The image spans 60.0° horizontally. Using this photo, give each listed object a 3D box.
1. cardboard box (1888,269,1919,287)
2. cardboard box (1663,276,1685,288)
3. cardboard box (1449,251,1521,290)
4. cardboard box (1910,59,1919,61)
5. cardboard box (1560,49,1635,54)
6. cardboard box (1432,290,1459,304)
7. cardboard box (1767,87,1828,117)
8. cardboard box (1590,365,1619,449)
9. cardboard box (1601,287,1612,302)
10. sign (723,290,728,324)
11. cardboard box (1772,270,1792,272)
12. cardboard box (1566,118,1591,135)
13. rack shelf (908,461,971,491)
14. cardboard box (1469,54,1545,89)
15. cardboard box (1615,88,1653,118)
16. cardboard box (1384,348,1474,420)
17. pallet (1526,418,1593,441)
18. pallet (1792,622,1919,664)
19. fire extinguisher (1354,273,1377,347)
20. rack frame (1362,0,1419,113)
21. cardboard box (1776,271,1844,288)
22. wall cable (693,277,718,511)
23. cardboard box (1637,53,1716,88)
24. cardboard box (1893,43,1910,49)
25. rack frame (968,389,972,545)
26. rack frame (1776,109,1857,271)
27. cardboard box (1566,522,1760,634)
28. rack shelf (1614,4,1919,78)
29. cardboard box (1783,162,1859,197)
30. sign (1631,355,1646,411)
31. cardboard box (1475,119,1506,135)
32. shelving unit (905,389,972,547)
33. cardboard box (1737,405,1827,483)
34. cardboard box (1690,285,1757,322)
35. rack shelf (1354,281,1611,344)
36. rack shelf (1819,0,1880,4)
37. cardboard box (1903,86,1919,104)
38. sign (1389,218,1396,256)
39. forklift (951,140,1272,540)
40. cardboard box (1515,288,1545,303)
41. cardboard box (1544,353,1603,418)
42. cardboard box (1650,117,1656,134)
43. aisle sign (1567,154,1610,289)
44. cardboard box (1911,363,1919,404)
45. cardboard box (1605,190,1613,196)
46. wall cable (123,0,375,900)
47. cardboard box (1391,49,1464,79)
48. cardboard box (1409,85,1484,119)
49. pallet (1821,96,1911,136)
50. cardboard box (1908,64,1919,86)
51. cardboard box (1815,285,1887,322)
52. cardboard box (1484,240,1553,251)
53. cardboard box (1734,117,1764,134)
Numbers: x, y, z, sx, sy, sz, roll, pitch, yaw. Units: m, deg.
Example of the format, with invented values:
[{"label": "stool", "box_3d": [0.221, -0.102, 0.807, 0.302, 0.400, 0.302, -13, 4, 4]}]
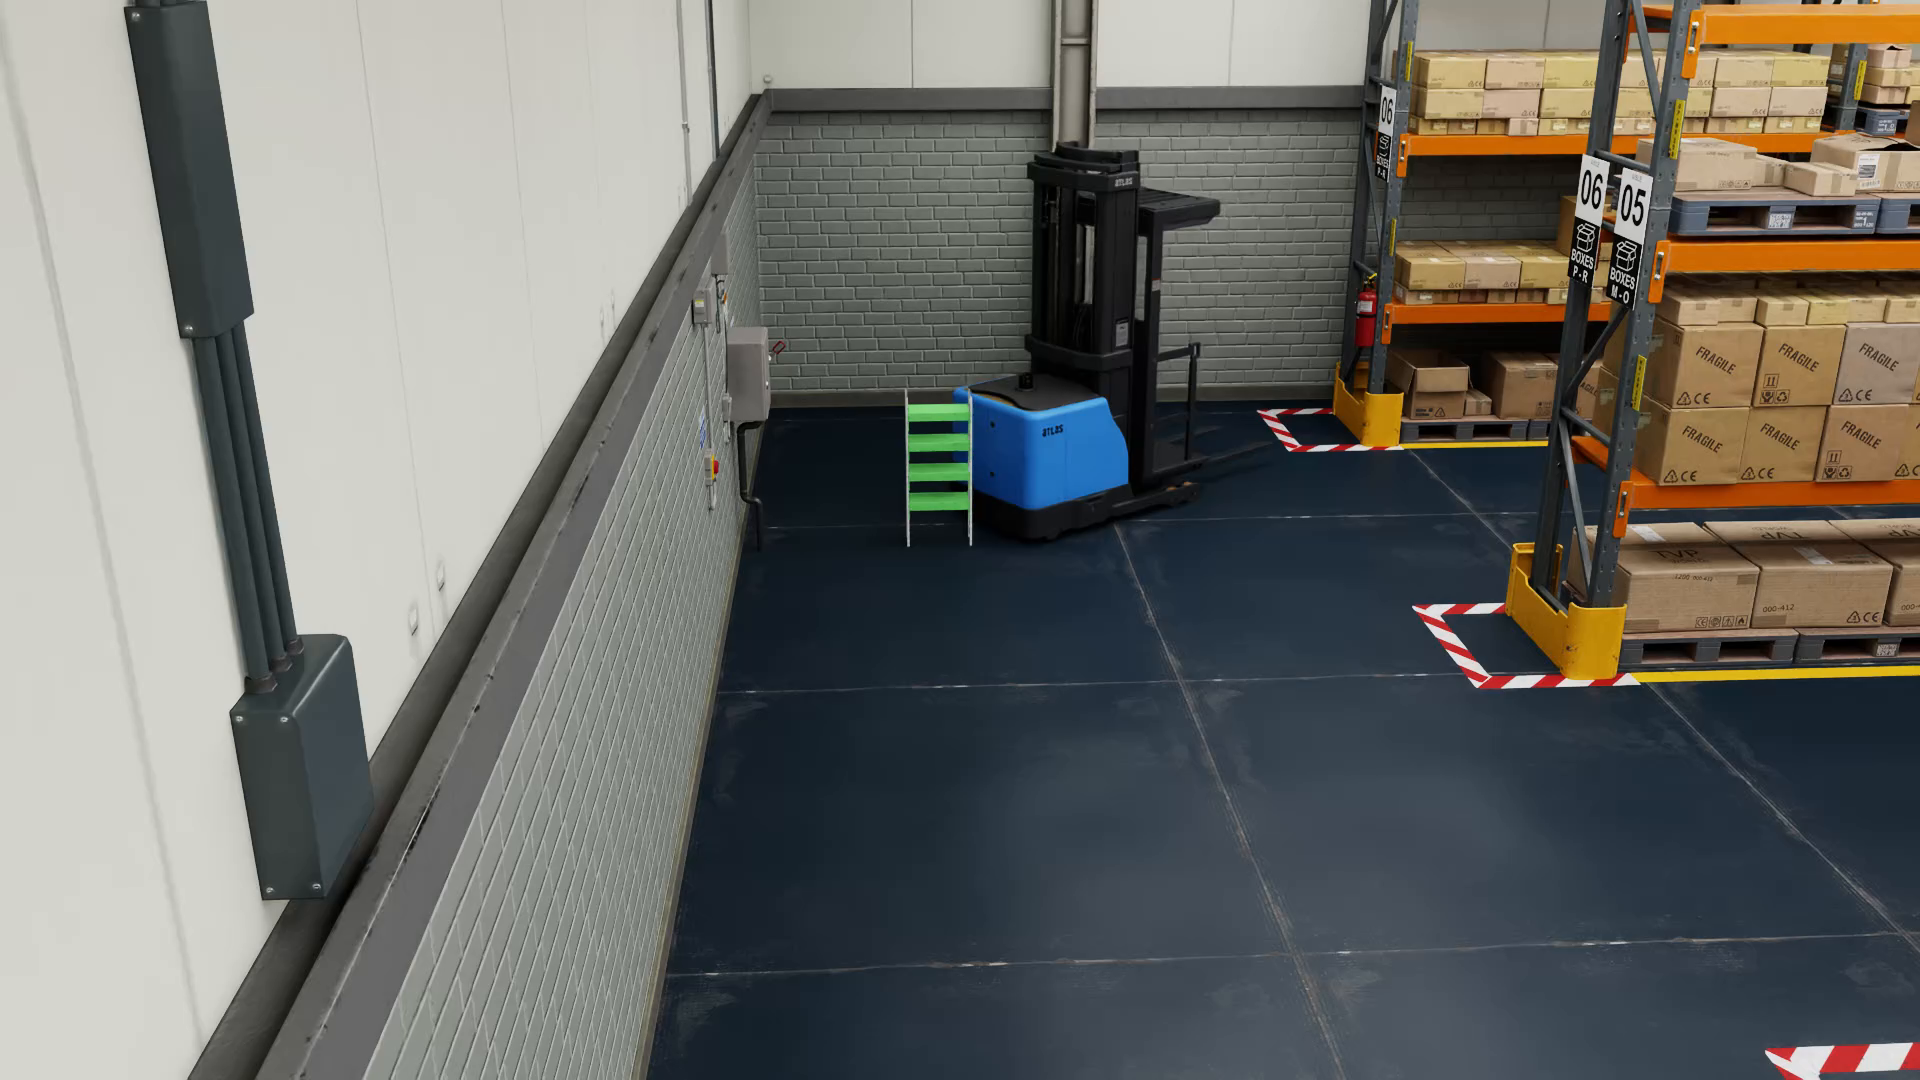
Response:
[{"label": "cardboard box", "box_3d": [6.227, -1.666, 10.825, 0.250, 0.149, 0.380, -1, 21, -3]}, {"label": "cardboard box", "box_3d": [4.432, -1.602, 10.656, 0.250, 0.149, 0.380, -1, 21, -2]}, {"label": "cardboard box", "box_3d": [4.770, -2.462, 15.165, 0.500, 0.250, 0.500, -1, 21, -2]}, {"label": "cardboard box", "box_3d": [8.850, -4.288, 15.157, 0.250, 0.149, 0.380, -1, 21, -2]}, {"label": "cardboard box", "box_3d": [5.760, -4.307, 15.093, 0.500, 0.250, 0.500, -1, 21, -3]}, {"label": "cardboard box", "box_3d": [4.393, -2.283, 15.255, 0.250, 0.149, 0.380, -1, 21, -2]}, {"label": "cardboard box", "box_3d": [7.324, -3.923, 14.786, 0.500, 0.250, 0.500, -1, 21, -3]}, {"label": "cardboard box", "box_3d": [4.551, -0.857, 11.016, 0.500, 0.500, 0.500, -1, 21, -3]}, {"label": "cardboard box", "box_3d": [5.946, -2.312, 15.332, 0.250, 0.149, 0.380, -1, 21, -3]}, {"label": "sign", "box_3d": [-1.721, -1.695, 12.196, 0.001, 0.242, 0.339, -1, 21, -3]}, {"label": "cardboard box", "box_3d": [7.297, -2.523, 15.324, 0.500, 0.250, 0.500, -1, 21, -2]}, {"label": "cardboard box", "box_3d": [5.406, -3.695, 14.748, 0.250, 0.149, 0.380, -1, 21, -4]}, {"label": "rack shelf", "box_3d": [-0.165, -0.498, 12.921, 0.480, 0.148, 0.258, -1, 21, -3]}, {"label": "cardboard box", "box_3d": [4.764, -4.097, 14.542, 0.500, 0.250, 0.500, -1, 21, -3]}, {"label": "cardboard box", "box_3d": [5.790, -3.895, 14.712, 0.500, 0.250, 0.500, -1, 21, -4]}, {"label": "cardboard box", "box_3d": [4.414, -1.478, 15.705, 0.637, 0.503, 0.797, -2, 21, -5]}, {"label": "pallet", "box_3d": [5.885, -1.208, 15.998, 1.213, 0.211, 1.003, -1, 21, -3]}, {"label": "pallet", "box_3d": [6.094, 0.529, 11.435, 1.213, 0.211, 1.003, -1, 21, -3]}, {"label": "fire extinguisher", "box_3d": [3.677, -2.092, 15.033, 0.183, 0.674, 0.296, -1, 21, -3]}, {"label": "rack frame", "box_3d": [3.798, -5.273, 14.324, 0.127, 3.000, 1.000, -1, 21, -3]}, {"label": "cardboard box", "box_3d": [5.456, -1.621, 10.707, 0.250, 0.149, 0.380, -1, 21, -4]}, {"label": "wall cable", "box_3d": [-1.543, -1.073, 10.252, 0.123, 1.953, 0.585, -1, 21, -3]}, {"label": "cardboard box", "box_3d": [6.289, -4.139, 14.650, 0.500, 0.250, 0.500, -1, 21, -2]}, {"label": "cardboard box", "box_3d": [8.355, -4.459, 15.022, 0.258, 0.266, 0.396, -1, 21, -3]}, {"label": "rack frame", "box_3d": [0.078, -0.562, 12.912, 0.015, 1.200, 0.240, -1, 21, -3]}, {"label": "rack frame", "box_3d": [7.791, -2.551, 15.605, 0.127, 3.000, 1.000, -1, 21, -3]}, {"label": "cardboard box", "box_3d": [4.738, 0.246, 11.270, 0.875, 0.438, 0.875, -2, 21, -5]}, {"label": "rack shelf", "box_3d": [6.082, -3.028, 9.999, 4.000, 0.370, 1.077, -1, 21, -3]}, {"label": "cardboard box", "box_3d": [5.184, -2.174, 10.023, 0.250, 0.149, 0.380, 0, 21, -1]}, {"label": "sign", "box_3d": [4.111, -0.951, 10.074, 0.005, 0.325, 0.100, -1, 21, -3]}, {"label": "cardboard box", "box_3d": [4.647, -3.692, 14.739, 0.250, 0.149, 0.380, -1, 21, -3]}, {"label": "shelving unit", "box_3d": [-0.165, -0.557, 12.899, 0.503, 1.200, 0.258, -1, 21, -3]}, {"label": "cardboard box", "box_3d": [5.084, -0.681, 10.554, 0.500, 0.500, 0.500, -1, 21, -4]}, {"label": "cardboard box", "box_3d": [4.713, -1.463, 10.291, 0.250, 0.149, 0.380, -1, 21, -2]}, {"label": "rack shelf", "box_3d": [5.795, -2.174, 15.626, 4.000, 0.370, 1.077, -1, 21, -3]}, {"label": "rack shelf", "box_3d": [9.788, -4.872, 14.844, 4.000, 0.370, 1.077, -1, 21, -3]}, {"label": "cardboard box", "box_3d": [8.373, -3.936, 14.650, 0.250, 0.149, 0.380, -1, 21, -2]}, {"label": "sign", "box_3d": [3.829, -2.681, 14.731, 0.005, 0.325, 0.100, -1, 21, -3]}, {"label": "forklift", "box_3d": [1.388, -1.777, 13.670, 3.031, 2.935, 1.130, -16, 26, -36]}, {"label": "cardboard box", "box_3d": [5.174, -2.291, 15.277, 0.250, 0.149, 0.380, -1, 21, -2]}, {"label": "cardboard box", "box_3d": [5.803, -1.455, 15.650, 0.500, 0.500, 0.500, -1, 21, -2]}, {"label": "cardboard box", "box_3d": [6.171, -3.711, 14.790, 0.250, 0.149, 0.380, -1, 21, -3]}, {"label": "aisle sign", "box_3d": [3.995, -2.030, 10.584, 0.004, 0.787, 0.394, -1, 21, -3]}, {"label": "cardboard box", "box_3d": [6.107, -1.166, 10.421, 0.500, 0.500, 0.500, -1, 21, -3]}, {"label": "cardboard box", "box_3d": [6.289, -3.034, 15.614, 0.500, 0.500, 0.500, -2, 21, -5]}, {"label": "wall cable", "box_3d": [-1.191, -2.603, 2.789, 0.120, 5.999, 2.277, -1, 21, -3]}, {"label": "cardboard box", "box_3d": [4.226, -4.282, 15.027, 0.500, 0.250, 0.500, -2, 21, -5]}, {"label": "cardboard box", "box_3d": [4.257, -3.852, 14.600, 0.500, 0.250, 0.500, -1, 21, -4]}, {"label": "pallet", "box_3d": [8.446, -3.853, 15.074, 1.003, 0.211, 1.213, -1, 21, -3]}, {"label": "cardboard box", "box_3d": [8.377, -4.098, 14.658, 0.250, 0.149, 0.380, -1, 21, -2]}, {"label": "cardboard box", "box_3d": [5.500, -1.463, 10.292, 0.250, 0.149, 0.380, -1, 21, -3]}, {"label": "cardboard box", "box_3d": [5.252, -2.661, 15.686, 0.500, 0.250, 0.500, -1, 21, -1]}, {"label": "cardboard box", "box_3d": [6.936, -3.717, 14.805, 0.250, 0.149, 0.380, 0, 21, -1]}]
